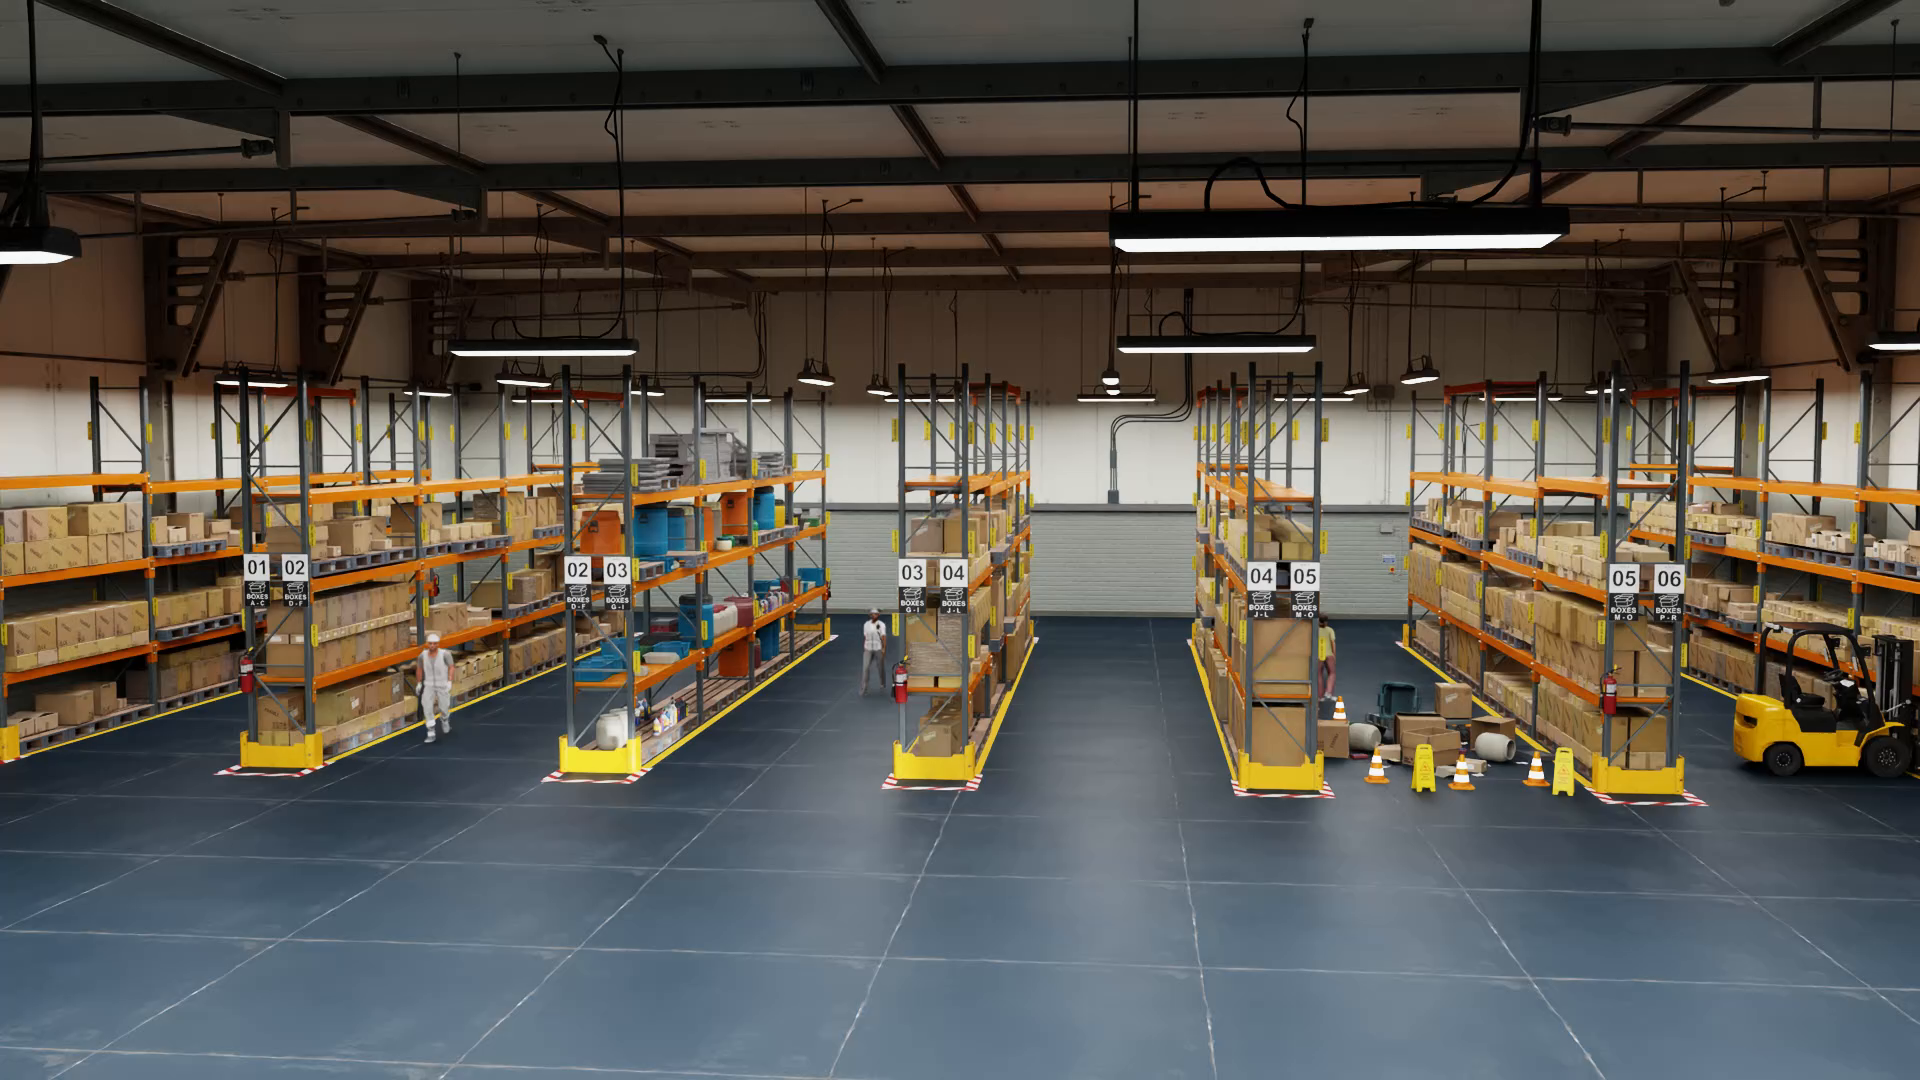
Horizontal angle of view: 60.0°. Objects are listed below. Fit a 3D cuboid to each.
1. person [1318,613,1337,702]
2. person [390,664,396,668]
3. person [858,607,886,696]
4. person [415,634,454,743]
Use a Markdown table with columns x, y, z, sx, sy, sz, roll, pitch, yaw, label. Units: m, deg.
| x | y | z | sx | sy | sz | roll | pitch | yaw | label |
| --- | --- | --- | --- | --- | --- | --- | --- | --- | --- |
| 6.774 | 2.188 | 30.947 | 0.494 | 1.669 | 0.534 | 1 | 4 | 8 | person |
| -11.596 | 2.046 | 33.638 | 0.540 | 1.627 | 0.555 | 0 | 4 | 5 | person |
| -1.646 | 2.109 | 31.913 | 0.542 | 1.656 | 0.969 | 1 | 4 | 15 | person |
| -8.563 | 2.385 | 27.161 | 0.622 | 1.764 | 0.703 | 0 | 4 | -7 | person |
